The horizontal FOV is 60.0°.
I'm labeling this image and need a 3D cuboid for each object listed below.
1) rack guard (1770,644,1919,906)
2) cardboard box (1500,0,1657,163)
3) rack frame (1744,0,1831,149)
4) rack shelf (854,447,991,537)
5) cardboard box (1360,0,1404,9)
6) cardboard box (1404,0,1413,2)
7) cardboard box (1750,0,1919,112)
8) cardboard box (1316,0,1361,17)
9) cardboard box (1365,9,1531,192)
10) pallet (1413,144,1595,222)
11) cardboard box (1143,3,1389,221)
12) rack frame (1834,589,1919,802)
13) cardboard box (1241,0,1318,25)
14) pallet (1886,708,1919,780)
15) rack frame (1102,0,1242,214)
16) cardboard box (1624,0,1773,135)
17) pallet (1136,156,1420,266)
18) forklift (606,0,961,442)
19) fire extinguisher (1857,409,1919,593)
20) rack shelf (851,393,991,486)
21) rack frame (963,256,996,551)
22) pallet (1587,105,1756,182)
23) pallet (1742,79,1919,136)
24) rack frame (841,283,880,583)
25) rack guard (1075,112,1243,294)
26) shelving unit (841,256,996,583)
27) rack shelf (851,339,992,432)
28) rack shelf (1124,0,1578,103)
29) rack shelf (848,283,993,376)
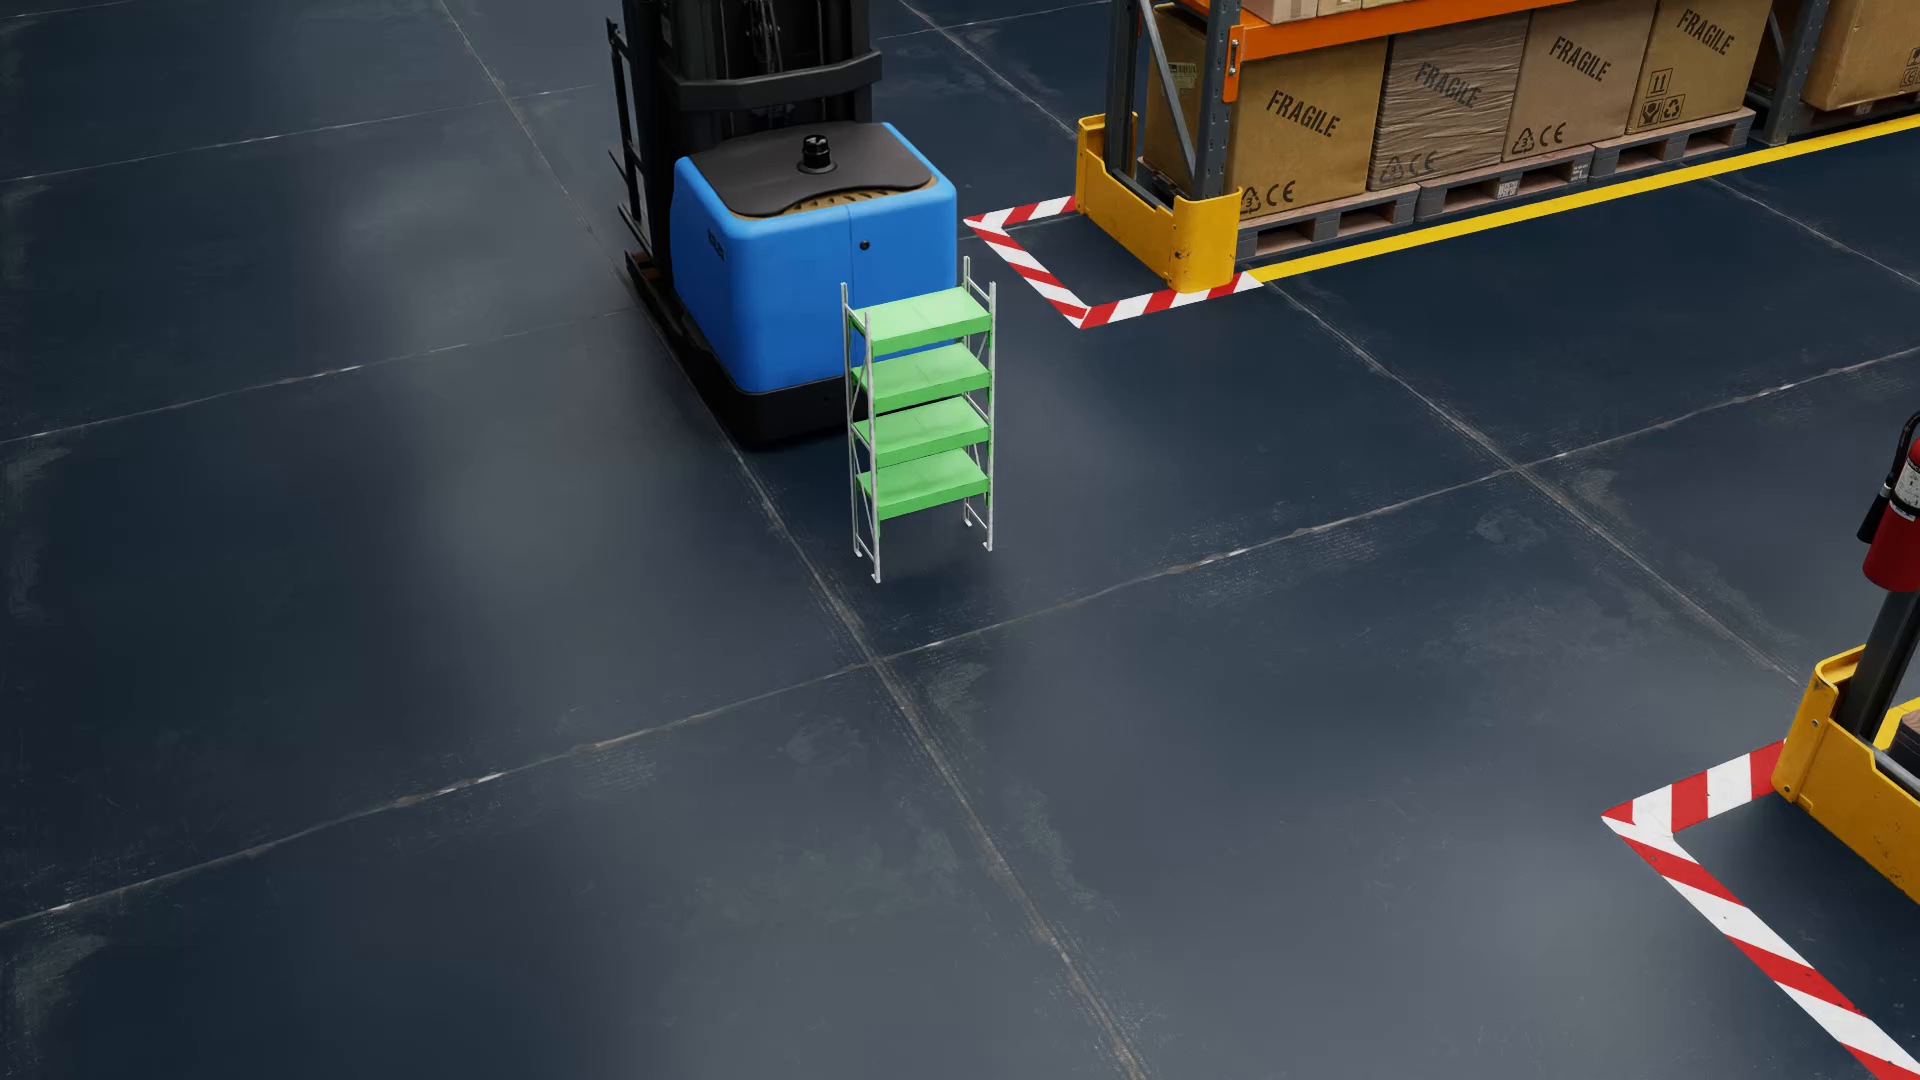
[{"bbox_3d":[3.131,0.883,5.140,0.348,0.500,1.175,-16,39,-20],"label":"rack guard"},{"bbox_3d":[3.217,-2.781,9.413,0.875,0.875,0.875,-16,39,-20],"label":"cardboard box"},{"bbox_3d":[4.664,-3.818,9.379,0.127,3.000,1.000,-16,39,-20],"label":"rack frame"},{"bbox_3d":[-0.150,-0.196,6.517,0.480,0.148,0.258,-16,39,-20],"label":"rack shelf"},{"bbox_3d":[1.968,-2.747,8.146,0.250,0.149,0.380,-17,40,-21],"label":"cardboard box"},{"bbox_3d":[2.203,-2.813,8.236,0.250,0.149,0.380,-16,40,-21],"label":"cardboard box"},{"bbox_3d":[5.235,-3.306,10.120,0.875,0.875,1.225,-15,39,-20],"label":"cardboard box"},{"bbox_3d":[1.736,-2.682,8.059,0.250,0.149,0.380,-16,40,-21],"label":"cardboard box"},{"bbox_3d":[2.412,-2.556,9.109,0.875,0.875,0.875,-16,39,-20],"label":"cardboard box"},{"bbox_3d":[2.836,-2.236,9.588,1.213,0.211,1.003,-16,39,-20],"label":"pallet"},{"bbox_3d":[1.588,-2.326,8.798,0.875,0.875,0.875,-16,39,-20],"label":"cardboard box"},{"bbox_3d":[3.147,-0.134,4.413,0.127,3.000,1.000,-16,39,-20],"label":"rack frame"},{"bbox_3d":[1.504,-2.616,7.970,0.250,0.149,0.380,-15,39,-19],"label":"cardboard box"},{"bbox_3d":[3.910,0.798,5.497,1.213,0.211,1.003,-16,39,-20],"label":"pallet"},{"bbox_3d":[1.043,-2.805,8.014,0.127,3.000,1.000,-16,39,-20],"label":"rack frame"},{"bbox_3d":[4.032,-3.009,9.720,0.875,0.875,0.875,-16,39,-20],"label":"cardboard box"},{"bbox_3d":[1.733,-1.930,9.175,1.213,0.211,1.003,-16,39,-20],"label":"pallet"},{"bbox_3d":[-1.057,-2.476,7.627,1.130,2.935,3.031,-15,39,-19],"label":"forklift"},{"bbox_3d":[2.818,-0.160,4.826,0.183,0.674,0.296,-16,39,-20],"label":"fire extinguisher"},{"bbox_3d":[-0.150,-0.389,6.374,0.480,0.148,0.258,-16,39,-20],"label":"rack shelf"},{"bbox_3d":[0.071,-0.502,6.419,0.015,1.200,0.240,-16,39,-20],"label":"rack frame"},{"bbox_3d":[3.942,-2.547,10.007,1.213,0.211,1.003,-16,39,-20],"label":"pallet"},{"bbox_3d":[5.330,-2.934,10.528,1.213,0.211,1.003,-16,39,-20],"label":"pallet"},{"bbox_3d":[-0.371,-0.378,6.253,0.015,1.200,0.240,-16,39,-20],"label":"rack frame"},{"bbox_3d":[1.021,-1.795,8.751,0.348,0.500,1.175,-16,39,-20],"label":"rack guard"},{"bbox_3d":[-0.150,-0.440,6.336,0.503,1.200,0.258,-16,39,-20],"label":"shelving unit"},{"bbox_3d":[-0.150,-0.581,6.231,0.480,0.148,0.258,-16,39,-20],"label":"rack shelf"},{"bbox_3d":[2.853,-3.022,8.911,4.000,0.370,1.077,-16,39,-20],"label":"rack shelf"},{"bbox_3d":[-0.150,-0.774,6.088,0.480,0.148,0.258,-16,39,-20],"label":"rack shelf"}]
